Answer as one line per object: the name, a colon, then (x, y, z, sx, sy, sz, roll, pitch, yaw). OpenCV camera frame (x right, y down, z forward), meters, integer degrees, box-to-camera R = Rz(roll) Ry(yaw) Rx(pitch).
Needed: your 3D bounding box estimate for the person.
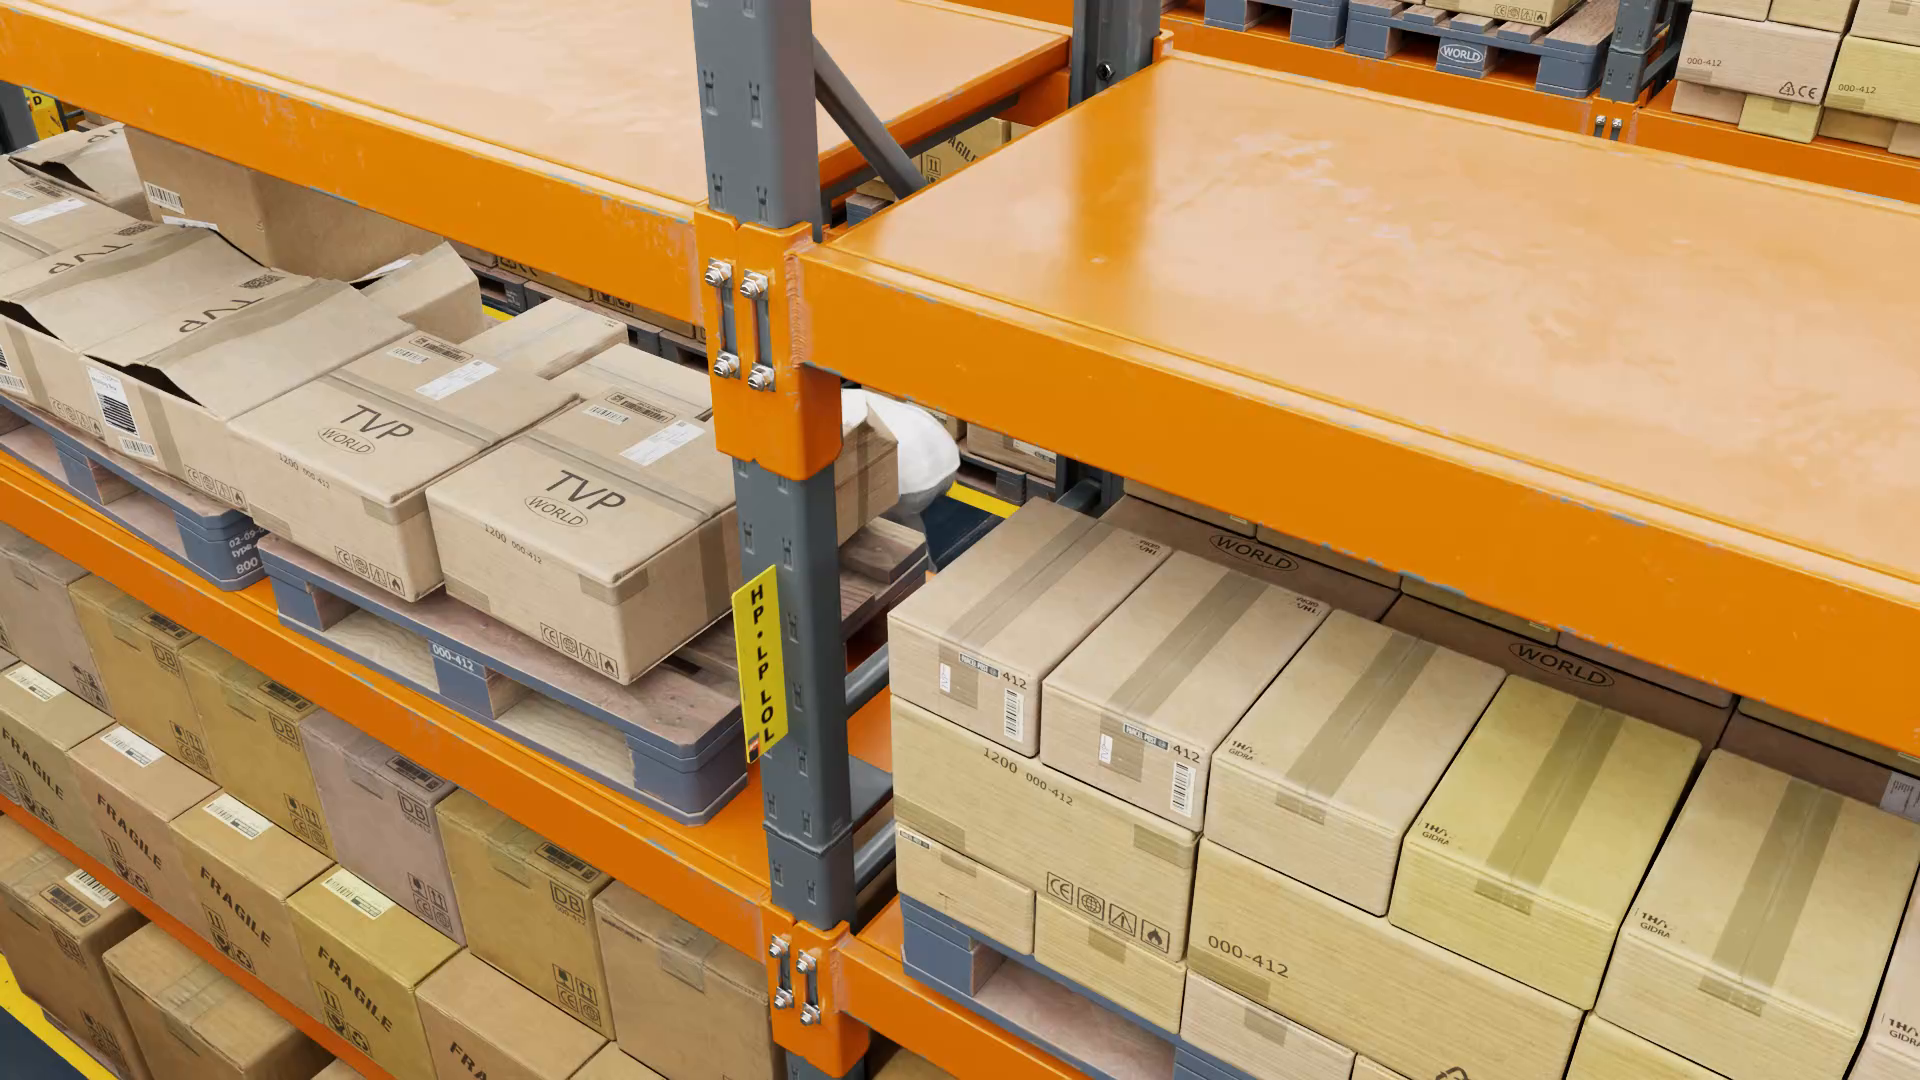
person: (-0.477, -0.237, 8.207, 0.991, 1.133, 0.486, 19, 39, 26)
